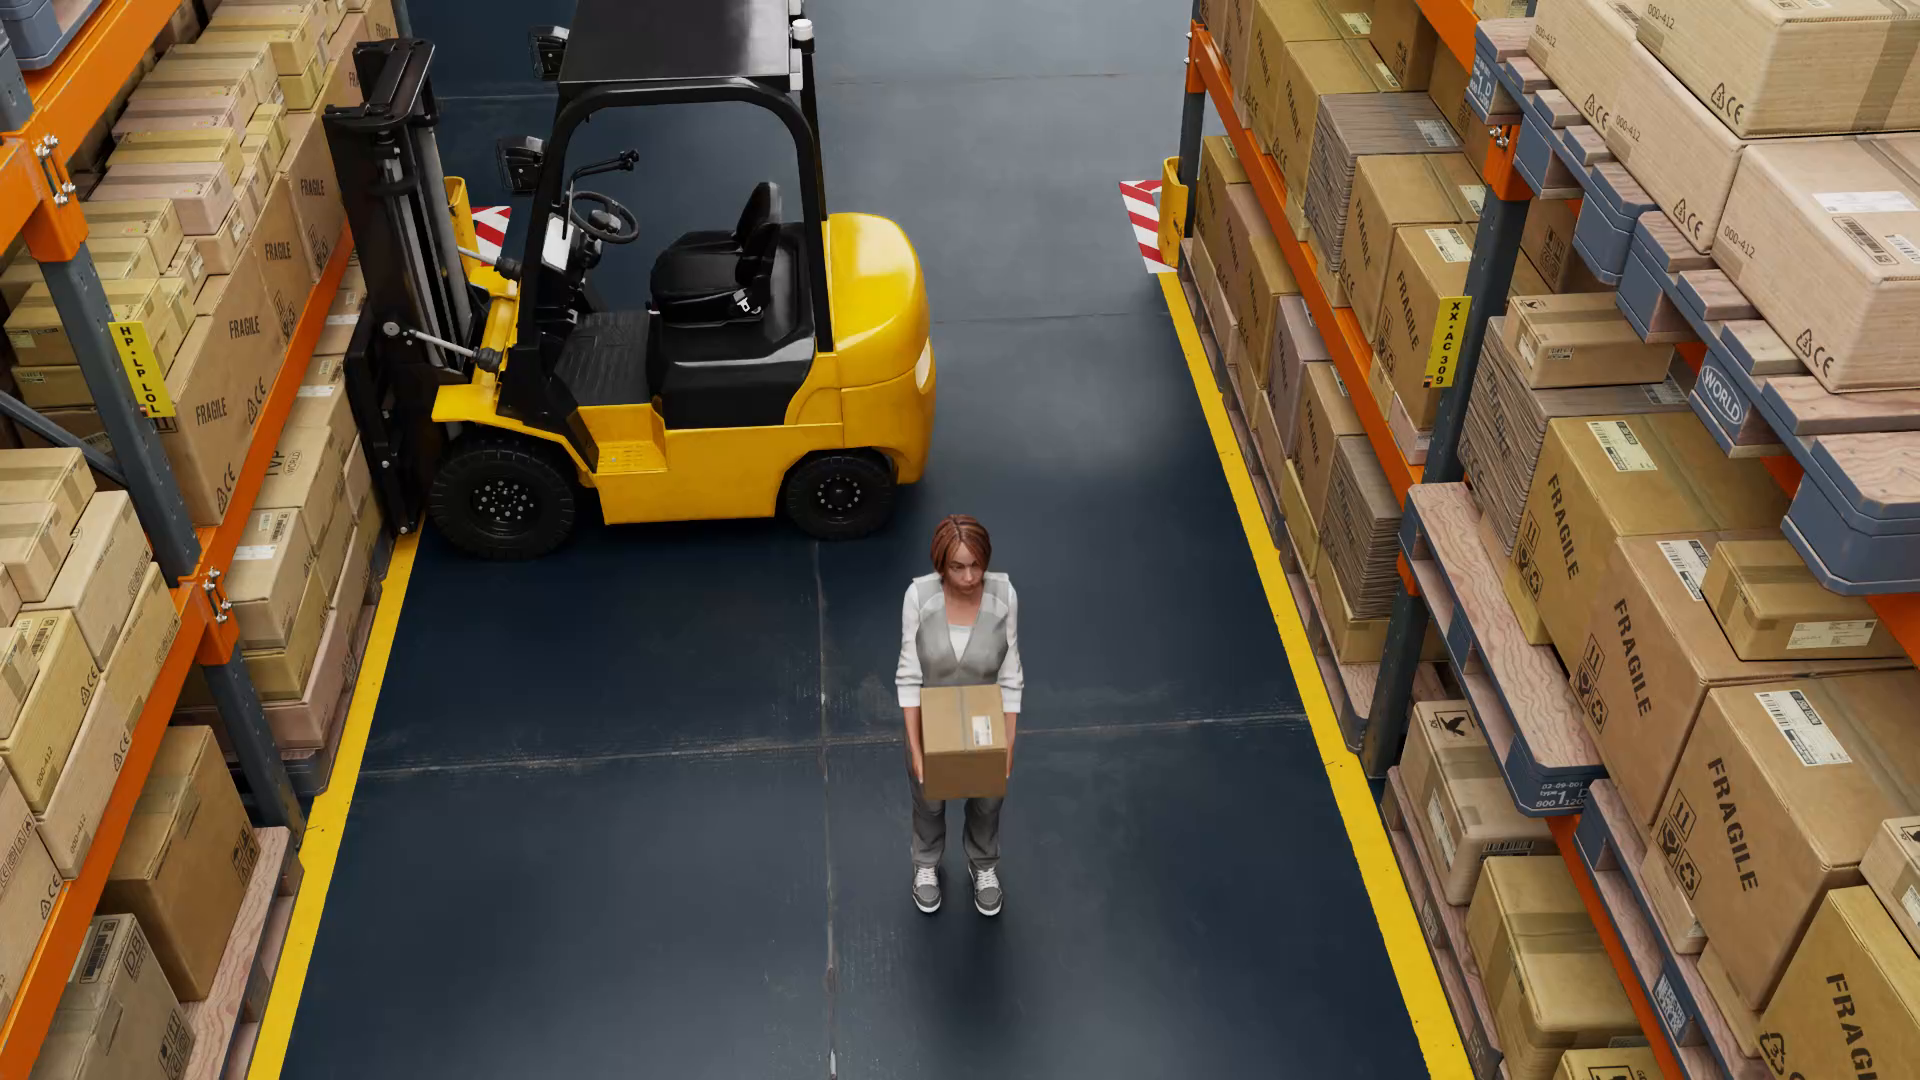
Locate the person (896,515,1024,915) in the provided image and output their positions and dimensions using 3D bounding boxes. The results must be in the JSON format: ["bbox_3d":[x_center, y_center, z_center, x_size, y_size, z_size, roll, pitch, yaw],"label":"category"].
[{"bbox_3d":[0.001,0.652,5.393,0.405,1.575,0.497,-3,40,-3],"label":"person"}]
